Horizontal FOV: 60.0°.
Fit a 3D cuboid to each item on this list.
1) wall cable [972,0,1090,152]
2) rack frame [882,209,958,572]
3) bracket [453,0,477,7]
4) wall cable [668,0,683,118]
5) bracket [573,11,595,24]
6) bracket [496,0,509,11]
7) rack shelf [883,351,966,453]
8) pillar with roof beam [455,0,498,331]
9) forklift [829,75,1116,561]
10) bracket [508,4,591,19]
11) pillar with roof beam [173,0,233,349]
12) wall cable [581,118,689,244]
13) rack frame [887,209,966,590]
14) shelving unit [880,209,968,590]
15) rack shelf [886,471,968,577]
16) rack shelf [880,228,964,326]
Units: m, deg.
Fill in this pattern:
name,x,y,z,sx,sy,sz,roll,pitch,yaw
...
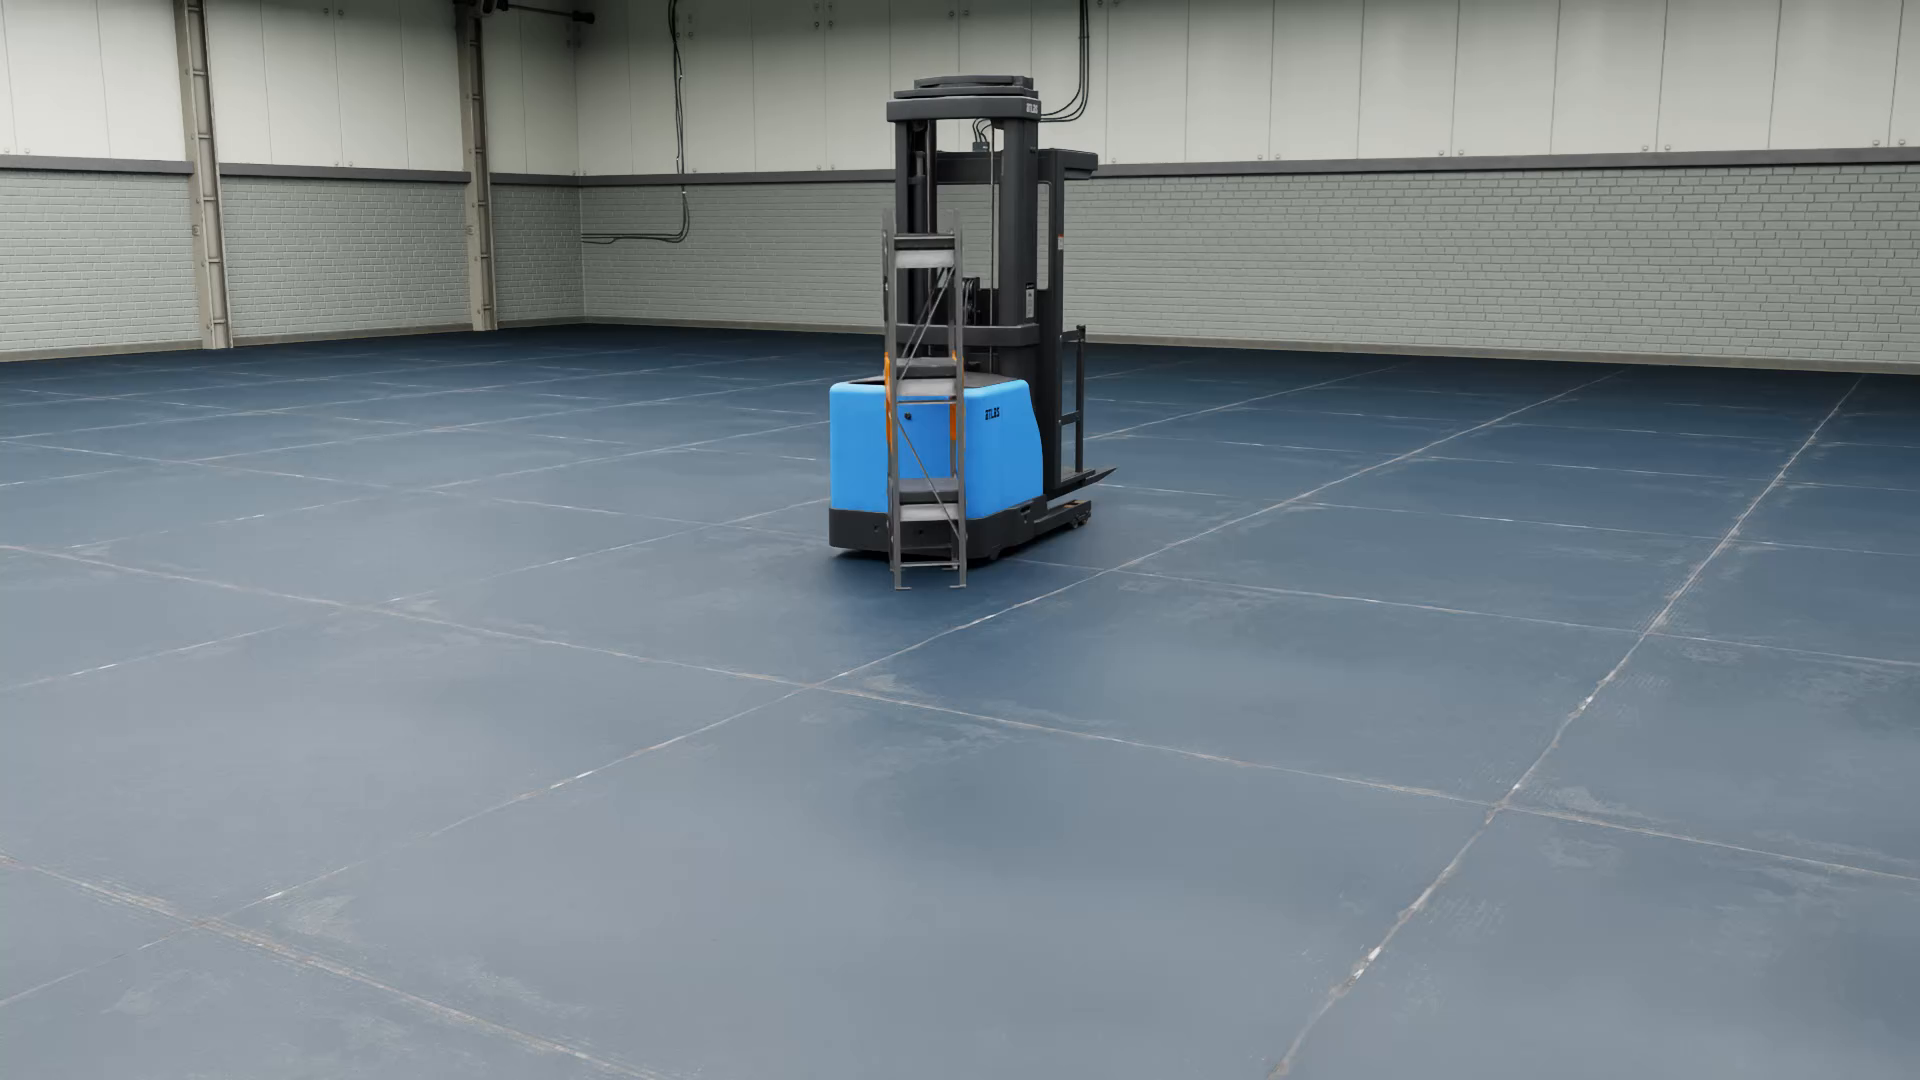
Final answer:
name,x,y,z,sx,sy,sz,roll,pitch,yaw
wall cable,1.228,-9.737,29.184,2.305,6.003,0.169,6,12,31
rack frame,-0.228,-0.847,9.653,0.400,2.100,0.015,-2,11,-5
bracket,-9.449,-10.308,31.694,0.235,0.232,0.430,6,12,31
wall cable,-4.565,-9.673,32.795,3.097,2.526,0.112,6,12,31
bracket,-7.788,-10.811,34.382,0.235,0.232,0.430,6,12,31
bracket,-9.018,-10.439,32.391,0.235,0.232,0.430,6,12,31
rack shelf,-0.204,-0.788,9.417,0.431,0.518,0.480,-2,11,-5
pillar with roof beam,-5.858,-8.227,30.358,9.100,9.000,0.548,6,12,31
forklift,0.256,-1.545,11.156,1.130,2.935,3.031,5,12,24
bracket,-8.095,-10.719,33.886,0.076,0.066,3.189,6,12,31
pillar with roof beam,-8.973,-7.283,25.317,9.100,9.000,0.400,6,12,31
wall cable,-6.878,-7.449,34.640,3.097,2.526,0.112,6,12,31
rack frame,-0.180,-0.755,9.176,0.400,2.100,0.015,-2,11,-5
shelving unit,-0.204,-0.801,9.415,0.431,2.100,0.503,-2,11,-5
rack shelf,-0.194,-0.101,9.551,0.431,0.518,0.480,-2,11,-5
rack shelf,-0.213,-1.475,9.283,0.431,0.518,0.480,-2,11,-5
